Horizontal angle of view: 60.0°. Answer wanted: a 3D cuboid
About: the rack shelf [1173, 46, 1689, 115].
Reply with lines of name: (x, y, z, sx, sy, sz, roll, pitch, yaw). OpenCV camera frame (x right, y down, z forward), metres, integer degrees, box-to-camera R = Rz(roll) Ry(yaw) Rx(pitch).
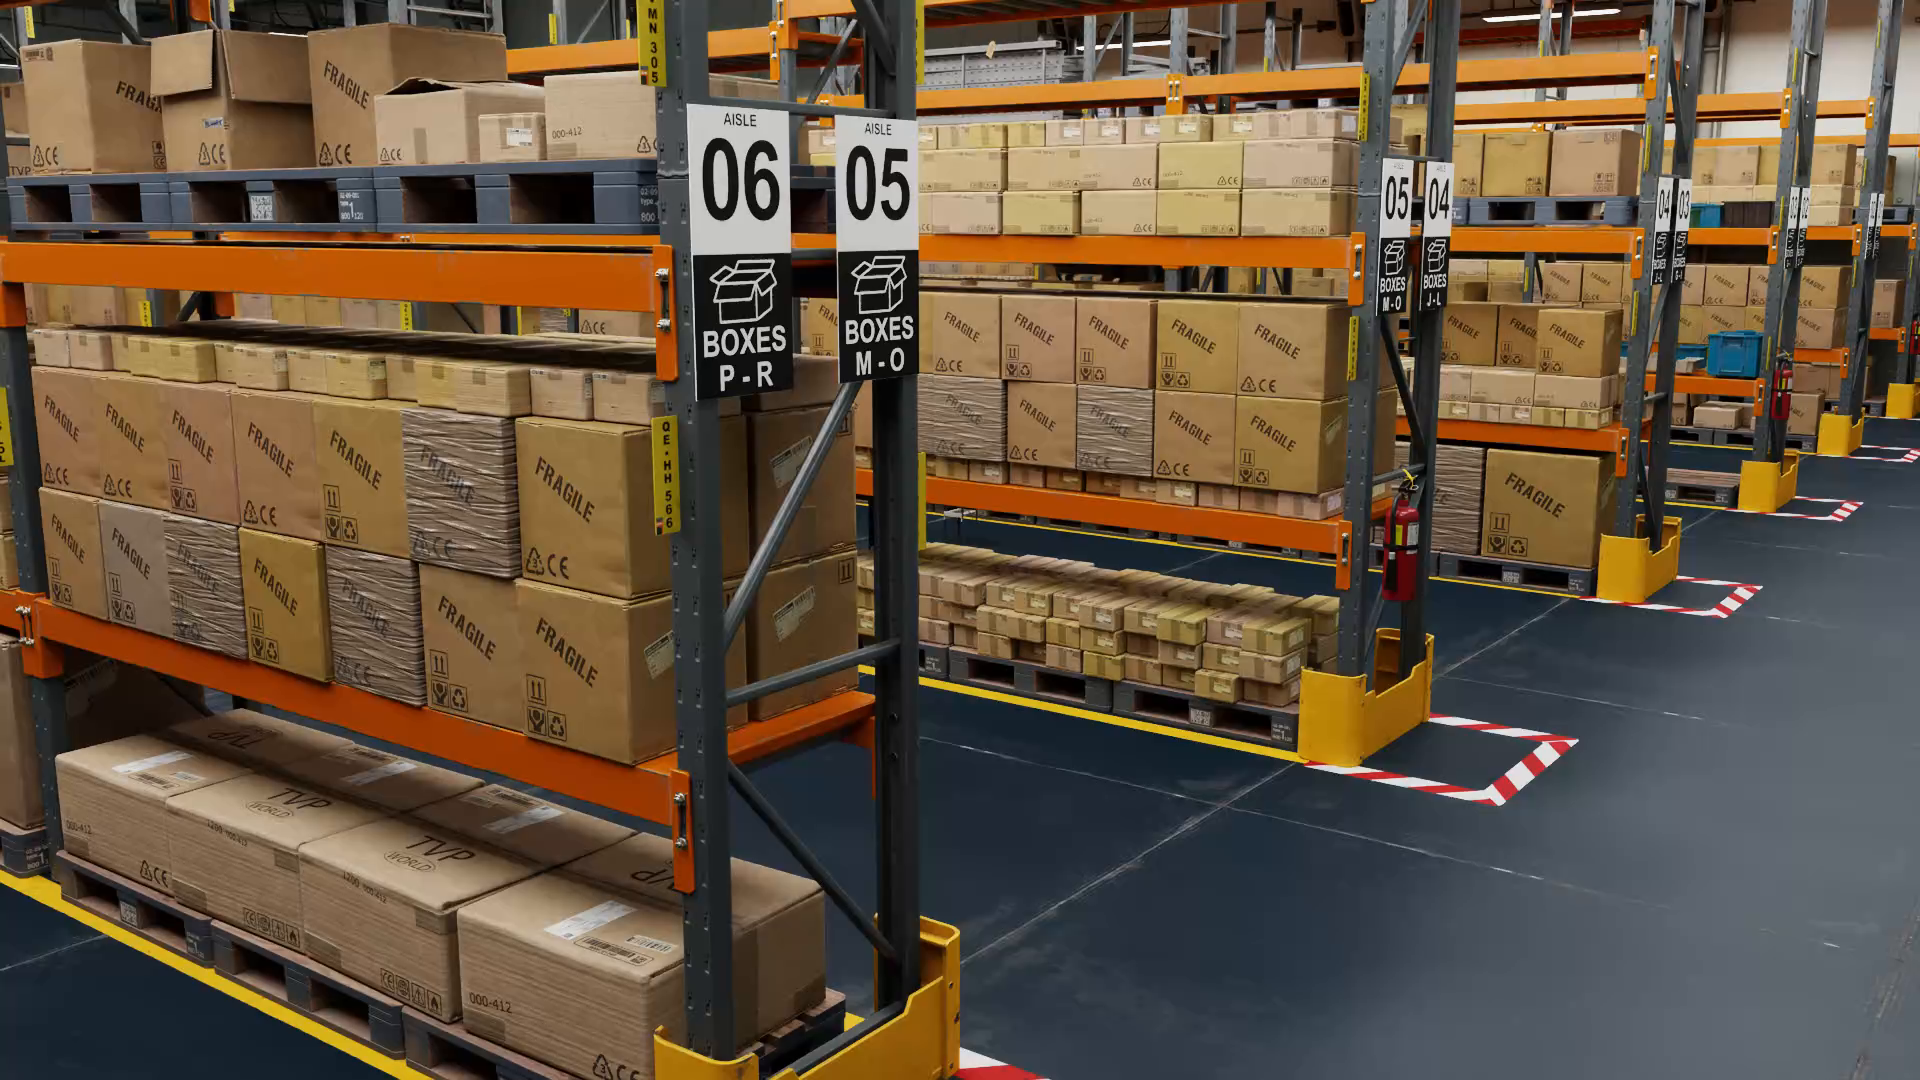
rack shelf: (3.776, -3.713, 13.700, 4.000, 0.370, 1.077, 8, 13, 36)

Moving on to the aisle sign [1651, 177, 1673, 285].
aisle sign: (5.268, -2.315, 12.475, 0.004, 0.787, 0.394, 8, 13, 36)

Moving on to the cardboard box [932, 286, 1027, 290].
cardboard box: (0.105, -1.412, 10.971, 0.500, 0.500, 0.500, 7, 13, 34)

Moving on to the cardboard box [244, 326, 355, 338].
cardboard box: (-2.707, -0.796, 6.866, 0.250, 0.149, 0.380, 8, 13, 35)

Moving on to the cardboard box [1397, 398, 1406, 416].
cardboard box: (3.674, -1.131, 13.860, 0.250, 0.149, 0.380, 8, 14, 37)

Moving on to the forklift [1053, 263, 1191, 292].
forklift: (1.674, -2.046, 18.111, 3.031, 2.935, 1.130, 9, 14, 38)

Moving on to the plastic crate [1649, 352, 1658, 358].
plastic crate: (7.559, -1.954, 17.990, 0.298, 0.136, 0.250, 8, 13, 36)

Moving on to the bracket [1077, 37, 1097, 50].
bracket: (2.488, -9.832, 32.902, 0.430, 0.232, 0.235, 8, 13, 36)

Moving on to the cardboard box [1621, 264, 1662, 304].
cardboard box: (9.074, -3.387, 21.963, 0.500, 0.500, 0.500, 7, 13, 34)

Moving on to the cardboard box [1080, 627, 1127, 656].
cardboard box: (0.931, 0.573, 10.010, 0.250, 0.149, 0.380, 8, 14, 36)

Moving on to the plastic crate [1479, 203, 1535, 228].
plastic crate: (5.934, -3.528, 18.034, 0.590, 0.269, 0.497, 8, 13, 36)

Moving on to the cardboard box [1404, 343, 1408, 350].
cardboard box: (8.250, -3.315, 29.043, 0.750, 0.750, 0.750, 8, 13, 35)

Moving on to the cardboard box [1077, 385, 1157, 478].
cardboard box: (1.029, -0.665, 9.745, 0.500, 0.500, 0.500, 8, 14, 36)

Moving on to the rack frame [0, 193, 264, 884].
rack frame: (-3.702, -0.025, 7.484, 0.127, 3.000, 1.000, 8, 13, 36)

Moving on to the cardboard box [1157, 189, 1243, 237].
cardboard box: (1.432, -1.811, 9.210, 0.500, 0.250, 0.500, 8, 14, 36)

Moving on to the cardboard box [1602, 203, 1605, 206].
cardboard box: (8.679, -4.555, 22.076, 0.500, 0.250, 0.500, 8, 13, 36)

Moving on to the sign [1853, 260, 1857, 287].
sign: (10.910, -3.250, 20.271, 0.005, 0.325, 0.100, 8, 13, 36)

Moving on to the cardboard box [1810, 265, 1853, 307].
cardboard box: (11.053, -3.239, 21.200, 0.500, 0.500, 0.500, 8, 14, 37)

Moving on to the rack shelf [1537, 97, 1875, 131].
rack shelf: (9.642, -5.424, 21.499, 4.000, 0.370, 1.077, 8, 13, 36)

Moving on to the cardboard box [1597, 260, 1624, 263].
cardboard box: (10.743, -4.482, 27.448, 0.500, 0.250, 0.500, 8, 14, 37)

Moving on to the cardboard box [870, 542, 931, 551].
cardboard box: (-0.413, 0.107, 11.633, 0.250, 0.149, 0.380, 8, 14, 37)

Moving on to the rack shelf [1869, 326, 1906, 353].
rack shelf: (12.571, -3.239, 25.991, 4.000, 0.370, 1.077, 8, 13, 36)

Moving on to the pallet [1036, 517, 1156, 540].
pallet: (1.497, -0.249, 15.979, 1.213, 0.211, 1.003, 8, 13, 36)

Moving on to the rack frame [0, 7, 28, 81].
rack frame: (-10.526, -5.089, 17.863, 0.127, 3.000, 1.000, 8, 13, 36)

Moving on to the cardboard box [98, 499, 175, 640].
cardboard box: (-3.076, 0.076, 6.699, 0.500, 0.500, 0.500, 8, 14, 36)

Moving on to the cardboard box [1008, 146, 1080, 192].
cardboard box: (0.624, -2.176, 9.782, 0.500, 0.250, 0.500, 7, 13, 33)

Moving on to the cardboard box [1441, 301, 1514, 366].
cardboard box: (4.336, -1.742, 13.996, 0.500, 0.500, 0.500, 7, 13, 34)

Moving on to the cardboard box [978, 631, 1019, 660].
cardboard box: (0.319, 0.629, 10.503, 0.250, 0.149, 0.380, 8, 13, 34)

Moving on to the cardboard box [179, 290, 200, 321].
cardboard box: (-6.898, -2.179, 15.720, 0.500, 0.500, 0.700, 8, 13, 35)

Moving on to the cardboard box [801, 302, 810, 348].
cardboard box: (-1.519, -2.302, 17.883, 0.500, 0.500, 0.500, 6, 12, 29)

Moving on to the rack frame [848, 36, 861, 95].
rack frame: (-1.642, -7.353, 29.567, 0.127, 3.000, 1.000, 8, 13, 36)

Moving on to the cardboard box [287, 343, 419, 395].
cardboard box: (-2.147, -0.611, 5.909, 0.250, 0.149, 0.380, 8, 14, 37)

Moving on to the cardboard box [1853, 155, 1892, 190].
cardboard box: (13.432, -5.431, 24.579, 0.500, 0.500, 0.500, 8, 13, 35)

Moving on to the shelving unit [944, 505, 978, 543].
shelving unit: (0.007, -0.441, 15.160, 0.210, 0.900, 0.258, 8, 13, 36)

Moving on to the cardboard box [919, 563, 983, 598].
cardboard box: (-0.055, 0.264, 10.821, 0.250, 0.149, 0.380, 8, 13, 34)

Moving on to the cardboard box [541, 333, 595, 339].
cardboard box: (-3.210, -1.606, 13.642, 0.250, 0.149, 0.380, 8, 13, 35)

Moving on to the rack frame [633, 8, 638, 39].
rack frame: (-4.577, -6.595, 25.649, 0.127, 3.000, 1.000, 8, 13, 36)

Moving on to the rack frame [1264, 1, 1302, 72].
rack frame: (4.806, -6.454, 24.918, 0.127, 3.000, 1.000, 8, 13, 36)

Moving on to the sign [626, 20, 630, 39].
sign: (-3.961, -6.009, 19.744, 0.005, 0.325, 0.100, 8, 13, 36)

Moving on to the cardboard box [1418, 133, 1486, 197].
cardboard box: (4.109, -3.053, 13.602, 0.500, 0.500, 0.700, 7, 13, 32)

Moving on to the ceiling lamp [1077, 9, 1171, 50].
ceiling lamp: (2.742, -10.114, 28.468, 2.000, 3.185, 0.800, 8, 13, 36)

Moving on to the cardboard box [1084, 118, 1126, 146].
cardboard box: (0.915, -2.326, 9.509, 0.250, 0.149, 0.380, 8, 14, 37)

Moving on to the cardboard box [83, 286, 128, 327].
cardboard box: (-8.091, -2.389, 16.461, 0.550, 0.550, 0.875, 8, 13, 36)

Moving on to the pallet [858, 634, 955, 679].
pallet: (-0.291, 0.645, 11.362, 1.213, 0.211, 1.003, 8, 13, 36)

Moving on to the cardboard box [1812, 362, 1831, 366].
cardboard box: (13.142, -2.744, 25.302, 0.250, 0.149, 0.380, 8, 14, 37)

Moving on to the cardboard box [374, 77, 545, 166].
cardboard box: (-1.655, -1.436, 5.743, 0.500, 0.311, 0.500, 8, 14, 37)

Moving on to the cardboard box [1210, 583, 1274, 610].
cardboard box: (1.728, 0.385, 10.196, 0.250, 0.149, 0.380, 8, 13, 35)

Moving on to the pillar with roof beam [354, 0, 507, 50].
pillar with roof beam: (-14.693, -9.530, 40.820, 0.548, 9.000, 9.100, 8, 13, 36)

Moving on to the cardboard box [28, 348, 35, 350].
cardboard box: (-4.632, -0.634, 7.735, 0.500, 0.500, 0.500, 8, 14, 37)

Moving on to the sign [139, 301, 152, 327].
sign: (-7.629, -2.073, 15.579, 0.005, 0.325, 0.100, 8, 13, 36)

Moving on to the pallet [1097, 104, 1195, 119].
pallet: (2.435, -5.321, 20.612, 1.003, 0.211, 1.213, 8, 13, 36)

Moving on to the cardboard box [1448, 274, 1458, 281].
cardboard box: (8.392, -4.318, 28.573, 0.500, 0.500, 0.500, 9, 14, 37)

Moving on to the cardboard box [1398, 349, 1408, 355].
cardboard box: (6.574, -2.676, 24.633, 0.500, 0.250, 0.500, 8, 13, 34)

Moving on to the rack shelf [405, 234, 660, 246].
rack shelf: (-2.466, -2.139, 12.405, 4.000, 0.370, 1.077, 8, 13, 36)

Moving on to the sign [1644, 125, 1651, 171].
sign: (5.055, -2.880, 12.218, 0.005, 0.325, 0.100, 8, 13, 36)

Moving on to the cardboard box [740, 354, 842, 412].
cardboard box: (-0.600, -0.516, 5.418, 0.250, 0.149, 0.380, 8, 14, 37)

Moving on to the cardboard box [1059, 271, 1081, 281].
cardboard box: (2.299, -5.255, 32.884, 0.500, 0.500, 0.500, 7, 13, 34)

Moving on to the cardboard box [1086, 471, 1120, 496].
cardboard box: (0.954, -0.373, 9.943, 0.250, 0.149, 0.380, 7, 13, 33)

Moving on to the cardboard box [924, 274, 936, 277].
cardboard box: (-0.414, -4.554, 28.920, 0.250, 0.149, 0.380, 8, 13, 35)
